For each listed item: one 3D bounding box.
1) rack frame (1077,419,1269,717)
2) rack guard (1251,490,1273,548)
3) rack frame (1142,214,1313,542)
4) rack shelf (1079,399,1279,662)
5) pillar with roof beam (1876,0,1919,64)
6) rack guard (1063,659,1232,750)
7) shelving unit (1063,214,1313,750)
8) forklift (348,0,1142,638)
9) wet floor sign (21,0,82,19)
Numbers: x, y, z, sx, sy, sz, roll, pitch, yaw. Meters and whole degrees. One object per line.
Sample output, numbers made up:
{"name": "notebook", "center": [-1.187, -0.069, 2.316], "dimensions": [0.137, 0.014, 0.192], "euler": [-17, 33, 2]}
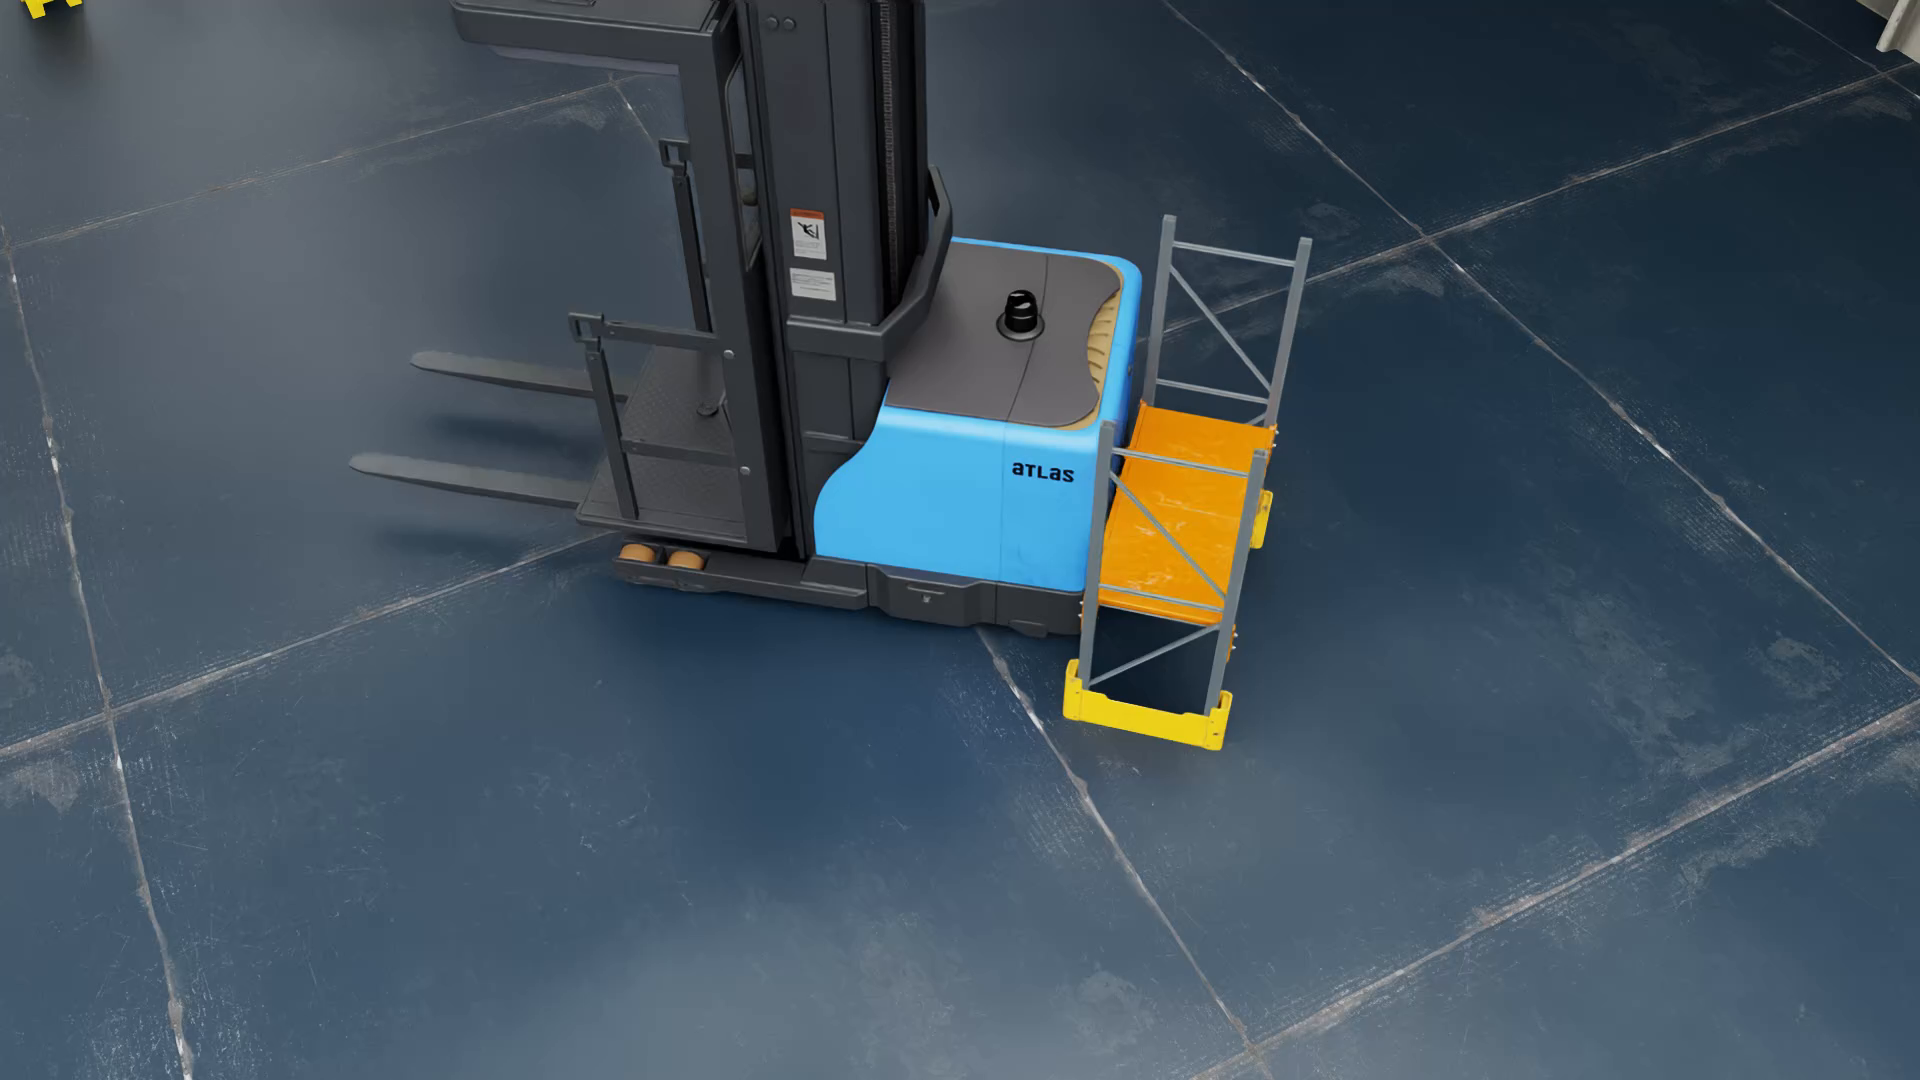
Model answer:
{"name": "rack frame", "center": [-3.214, -5.568, 10.317], "dimensions": [11.923, 1.800, 12.521], "euler": [12, 50, 10]}
{"name": "rack guard", "center": [0.927, -0.133, 6.593], "dimensions": [0.587, 0.250, 0.087], "euler": [12, 50, 10]}
{"name": "rack frame", "center": [0.927, -0.545, 6.123], "dimensions": [0.500, 1.500, 0.032], "euler": [12, 50, 10]}
{"name": "rack shelf", "center": [0.794, -0.057, 5.935], "dimensions": [0.538, 0.185, 1.000], "euler": [12, 50, 10]}
{"name": "pillar with roof beam", "center": [1.334, -4.058, 4.213], "dimensions": [9.100, 9.000, 0.400], "euler": [-21, 52, -18]}
{"name": "rack guard", "center": [0.666, 0.591, 5.960], "dimensions": [0.587, 0.250, 0.087], "euler": [12, 50, 10]}
{"name": "shelving unit", "center": [-3.194, -5.561, 10.311], "dimensions": [11.967, 1.800, 12.529], "euler": [12, 50, 10]}
{"name": "forklift", "center": [-0.883, -1.147, 5.699], "dimensions": [3.031, 2.935, 1.130], "euler": [8, 49, 7]}
{"name": "wet floor sign", "center": [-5.060, -3.207, 9.019], "dimensions": [0.267, 0.644, 0.232], "euler": [-30, 55, -23]}
